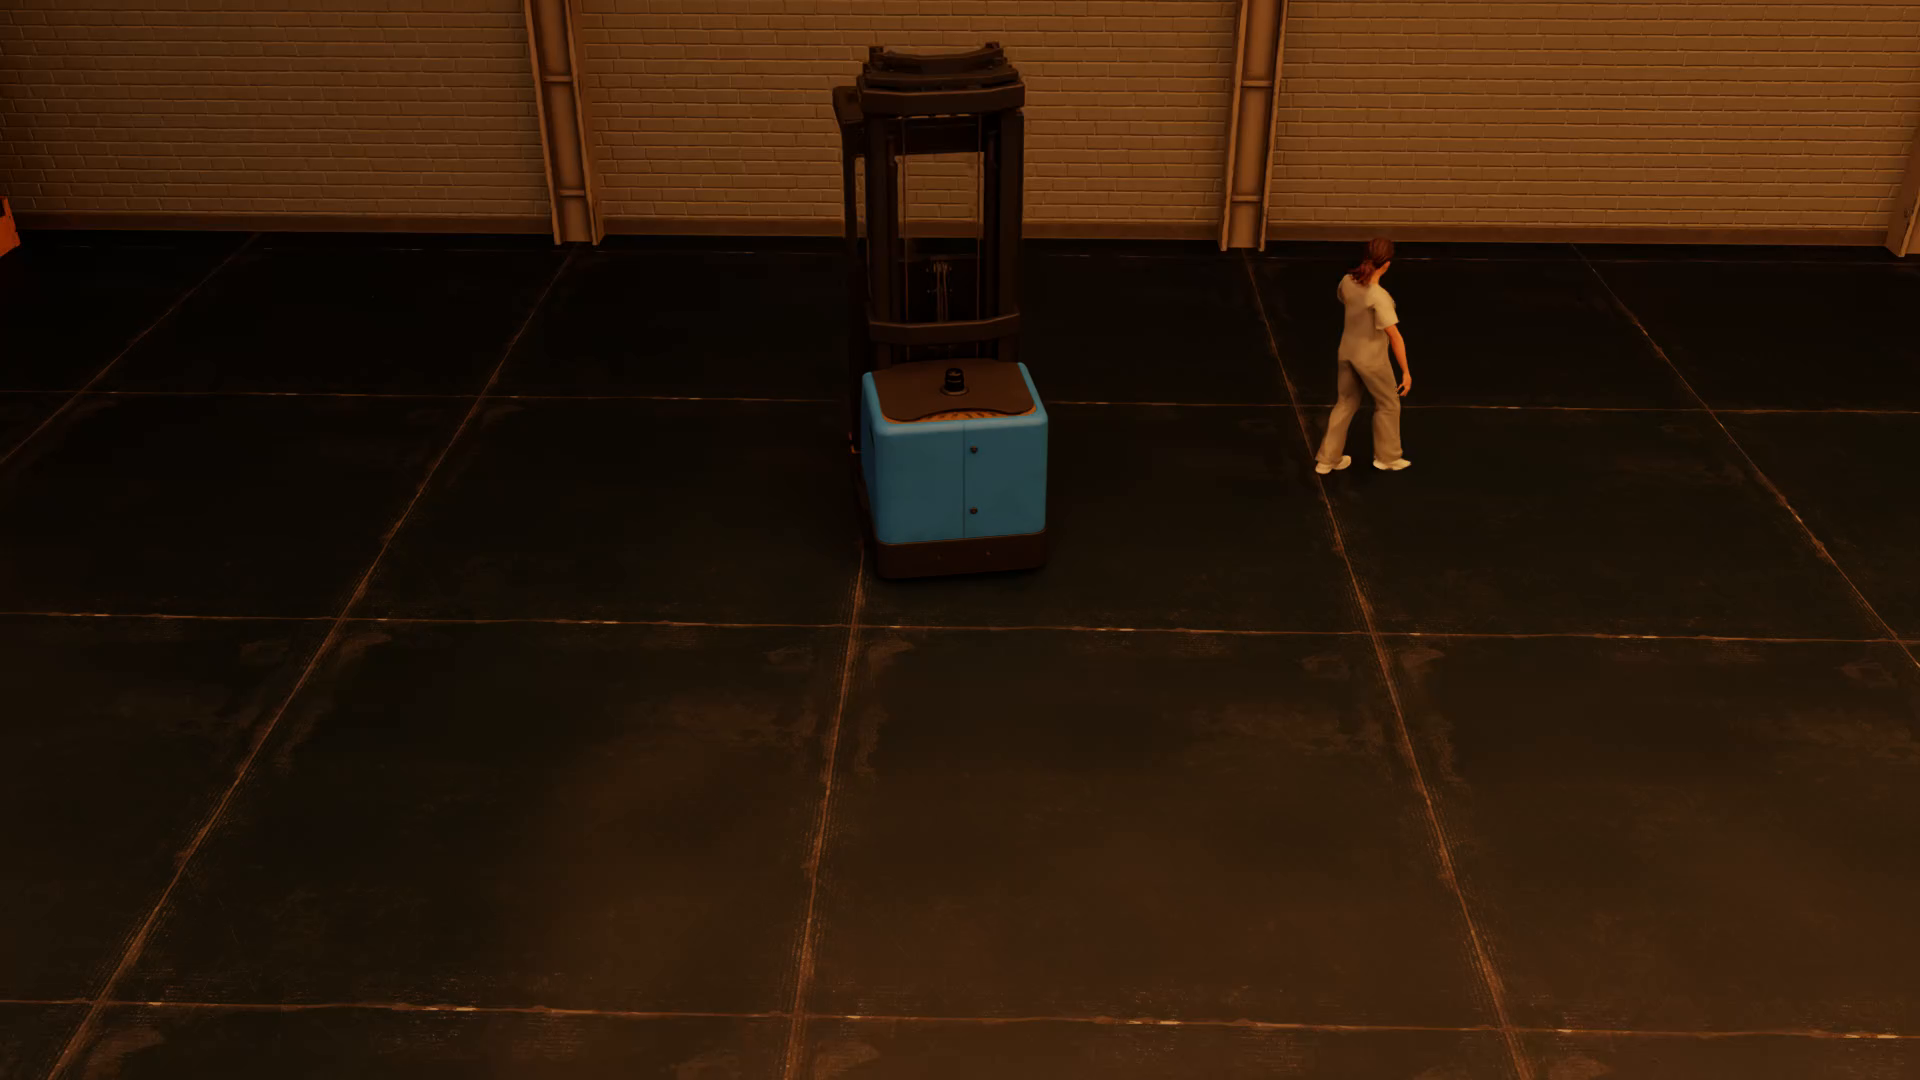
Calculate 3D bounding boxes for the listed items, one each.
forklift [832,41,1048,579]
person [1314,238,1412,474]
[{"bbox_3d":[-0.198,-1.758,10.595,1.130,2.935,3.031,-4,31,-7],"label":"forklift"},{"bbox_3d":[2.747,-1.186,10.922,0.680,1.679,0.888,-15,34,-24],"label":"person"}]
